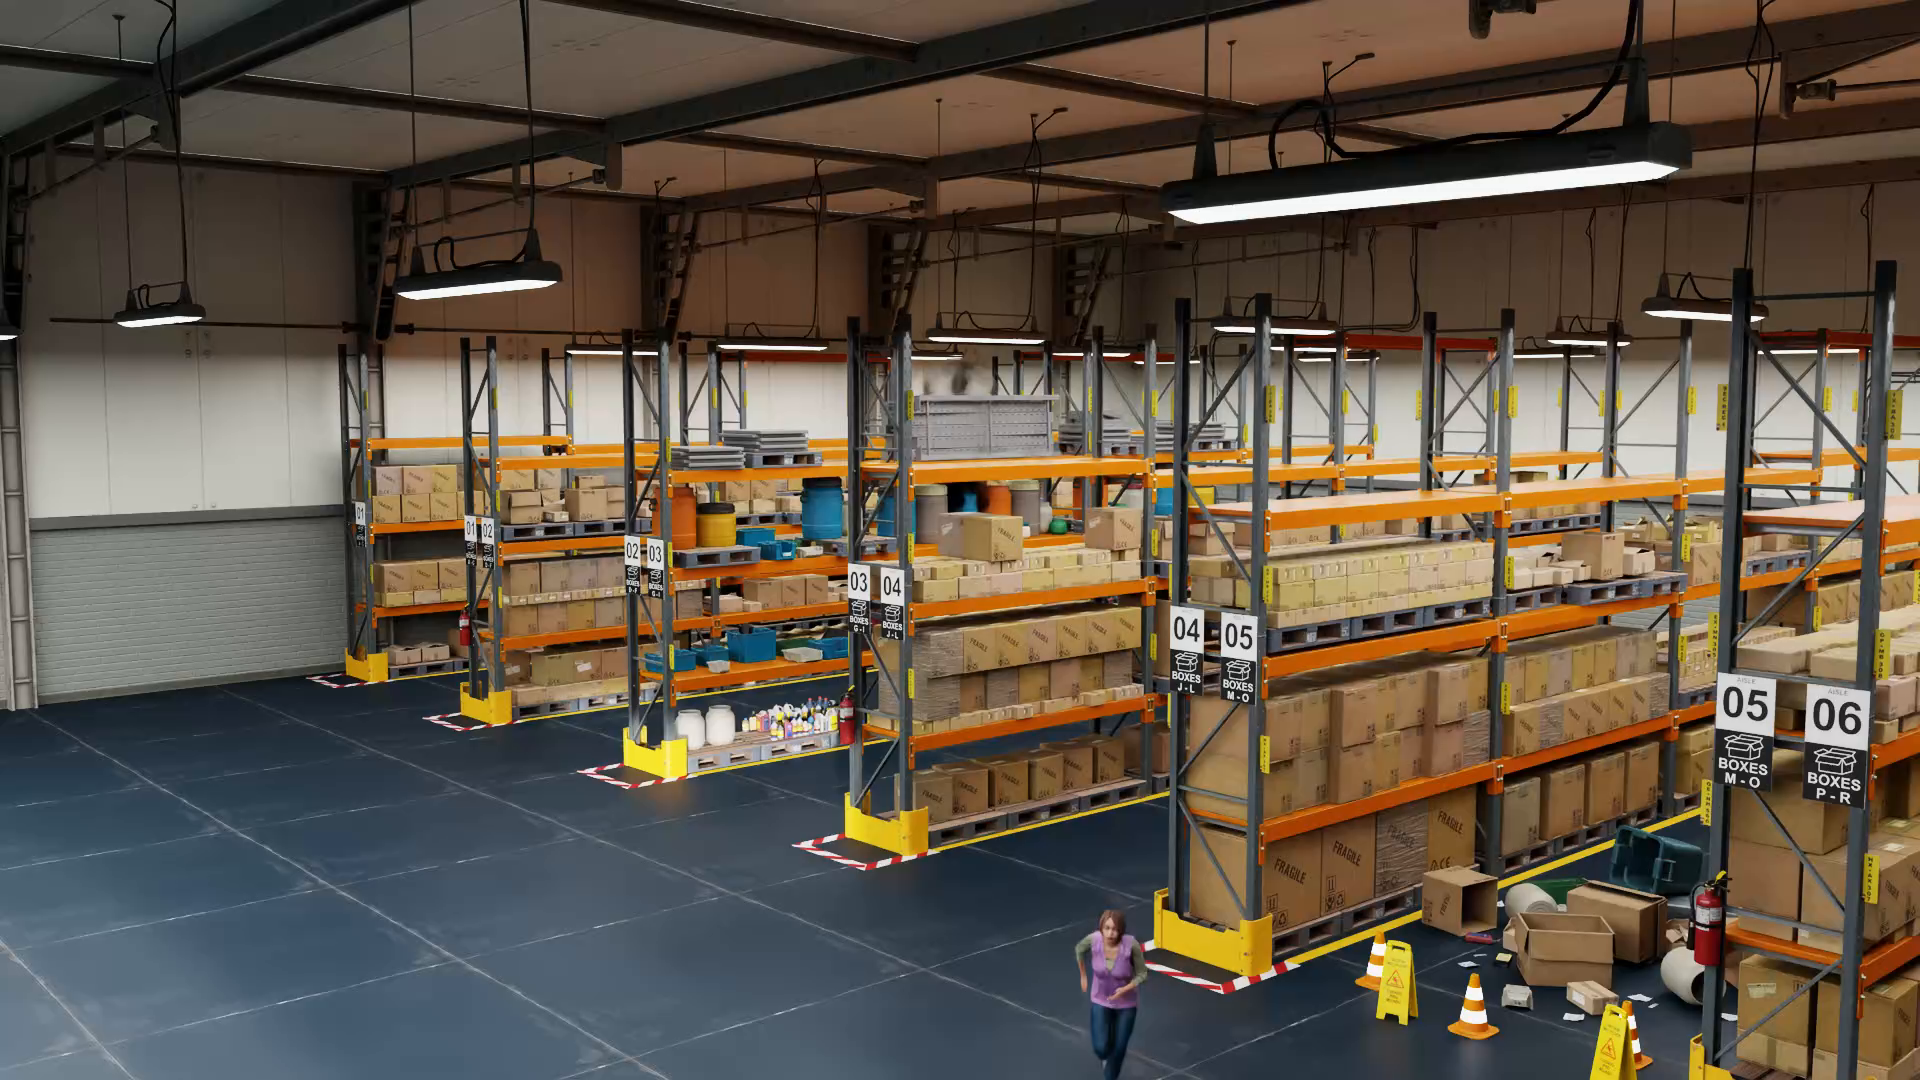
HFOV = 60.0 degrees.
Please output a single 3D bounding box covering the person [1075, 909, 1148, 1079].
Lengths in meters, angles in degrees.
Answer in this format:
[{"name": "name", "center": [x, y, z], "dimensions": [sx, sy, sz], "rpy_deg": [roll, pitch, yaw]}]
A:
[{"name": "person", "center": [1.082, 3.353, 11.949], "dimensions": [0.527, 1.530, 0.667], "rpy_deg": [1, 5, 7]}]
